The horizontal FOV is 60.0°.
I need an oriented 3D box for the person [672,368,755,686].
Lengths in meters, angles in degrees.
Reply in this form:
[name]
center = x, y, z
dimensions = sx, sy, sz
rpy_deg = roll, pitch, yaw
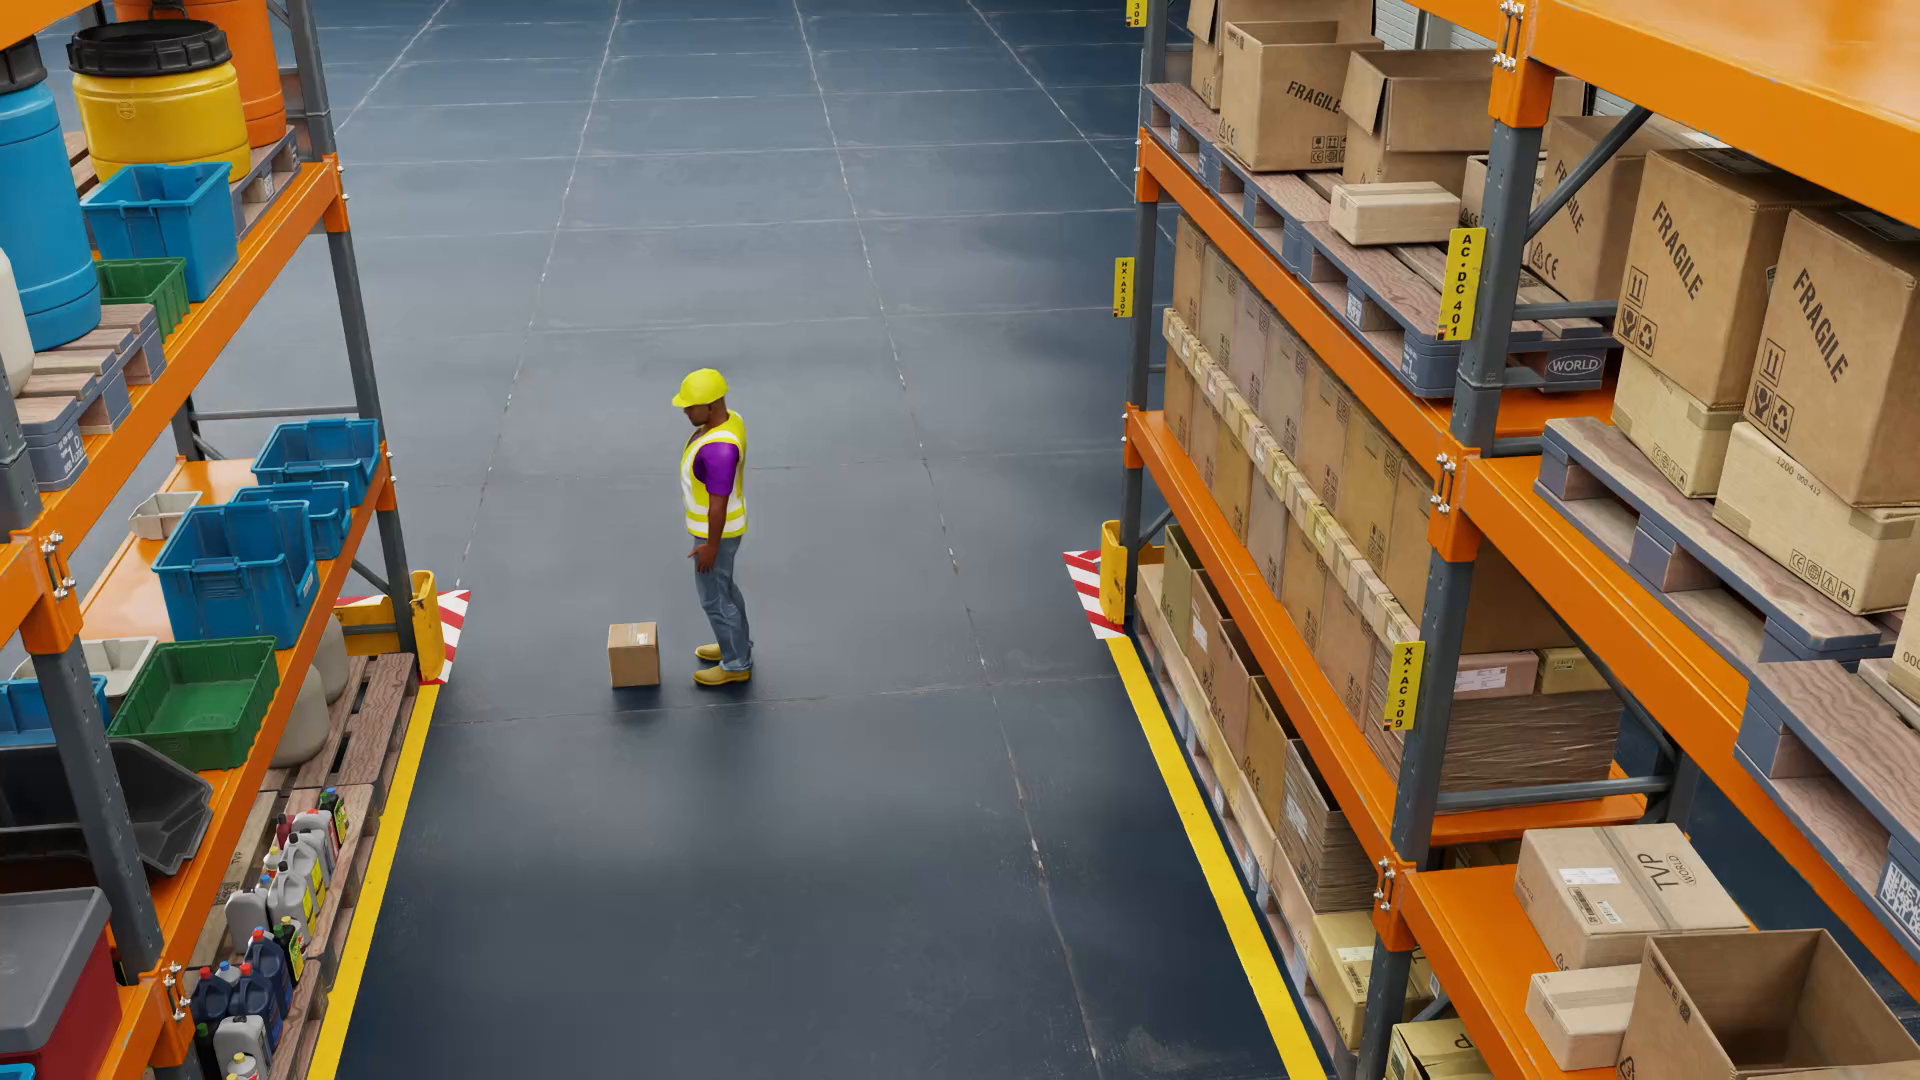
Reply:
[person]
center = -1.278, -0.073, 8.737
dimensions = 0.363, 1.762, 0.566
rpy_deg = -3, 27, -6
